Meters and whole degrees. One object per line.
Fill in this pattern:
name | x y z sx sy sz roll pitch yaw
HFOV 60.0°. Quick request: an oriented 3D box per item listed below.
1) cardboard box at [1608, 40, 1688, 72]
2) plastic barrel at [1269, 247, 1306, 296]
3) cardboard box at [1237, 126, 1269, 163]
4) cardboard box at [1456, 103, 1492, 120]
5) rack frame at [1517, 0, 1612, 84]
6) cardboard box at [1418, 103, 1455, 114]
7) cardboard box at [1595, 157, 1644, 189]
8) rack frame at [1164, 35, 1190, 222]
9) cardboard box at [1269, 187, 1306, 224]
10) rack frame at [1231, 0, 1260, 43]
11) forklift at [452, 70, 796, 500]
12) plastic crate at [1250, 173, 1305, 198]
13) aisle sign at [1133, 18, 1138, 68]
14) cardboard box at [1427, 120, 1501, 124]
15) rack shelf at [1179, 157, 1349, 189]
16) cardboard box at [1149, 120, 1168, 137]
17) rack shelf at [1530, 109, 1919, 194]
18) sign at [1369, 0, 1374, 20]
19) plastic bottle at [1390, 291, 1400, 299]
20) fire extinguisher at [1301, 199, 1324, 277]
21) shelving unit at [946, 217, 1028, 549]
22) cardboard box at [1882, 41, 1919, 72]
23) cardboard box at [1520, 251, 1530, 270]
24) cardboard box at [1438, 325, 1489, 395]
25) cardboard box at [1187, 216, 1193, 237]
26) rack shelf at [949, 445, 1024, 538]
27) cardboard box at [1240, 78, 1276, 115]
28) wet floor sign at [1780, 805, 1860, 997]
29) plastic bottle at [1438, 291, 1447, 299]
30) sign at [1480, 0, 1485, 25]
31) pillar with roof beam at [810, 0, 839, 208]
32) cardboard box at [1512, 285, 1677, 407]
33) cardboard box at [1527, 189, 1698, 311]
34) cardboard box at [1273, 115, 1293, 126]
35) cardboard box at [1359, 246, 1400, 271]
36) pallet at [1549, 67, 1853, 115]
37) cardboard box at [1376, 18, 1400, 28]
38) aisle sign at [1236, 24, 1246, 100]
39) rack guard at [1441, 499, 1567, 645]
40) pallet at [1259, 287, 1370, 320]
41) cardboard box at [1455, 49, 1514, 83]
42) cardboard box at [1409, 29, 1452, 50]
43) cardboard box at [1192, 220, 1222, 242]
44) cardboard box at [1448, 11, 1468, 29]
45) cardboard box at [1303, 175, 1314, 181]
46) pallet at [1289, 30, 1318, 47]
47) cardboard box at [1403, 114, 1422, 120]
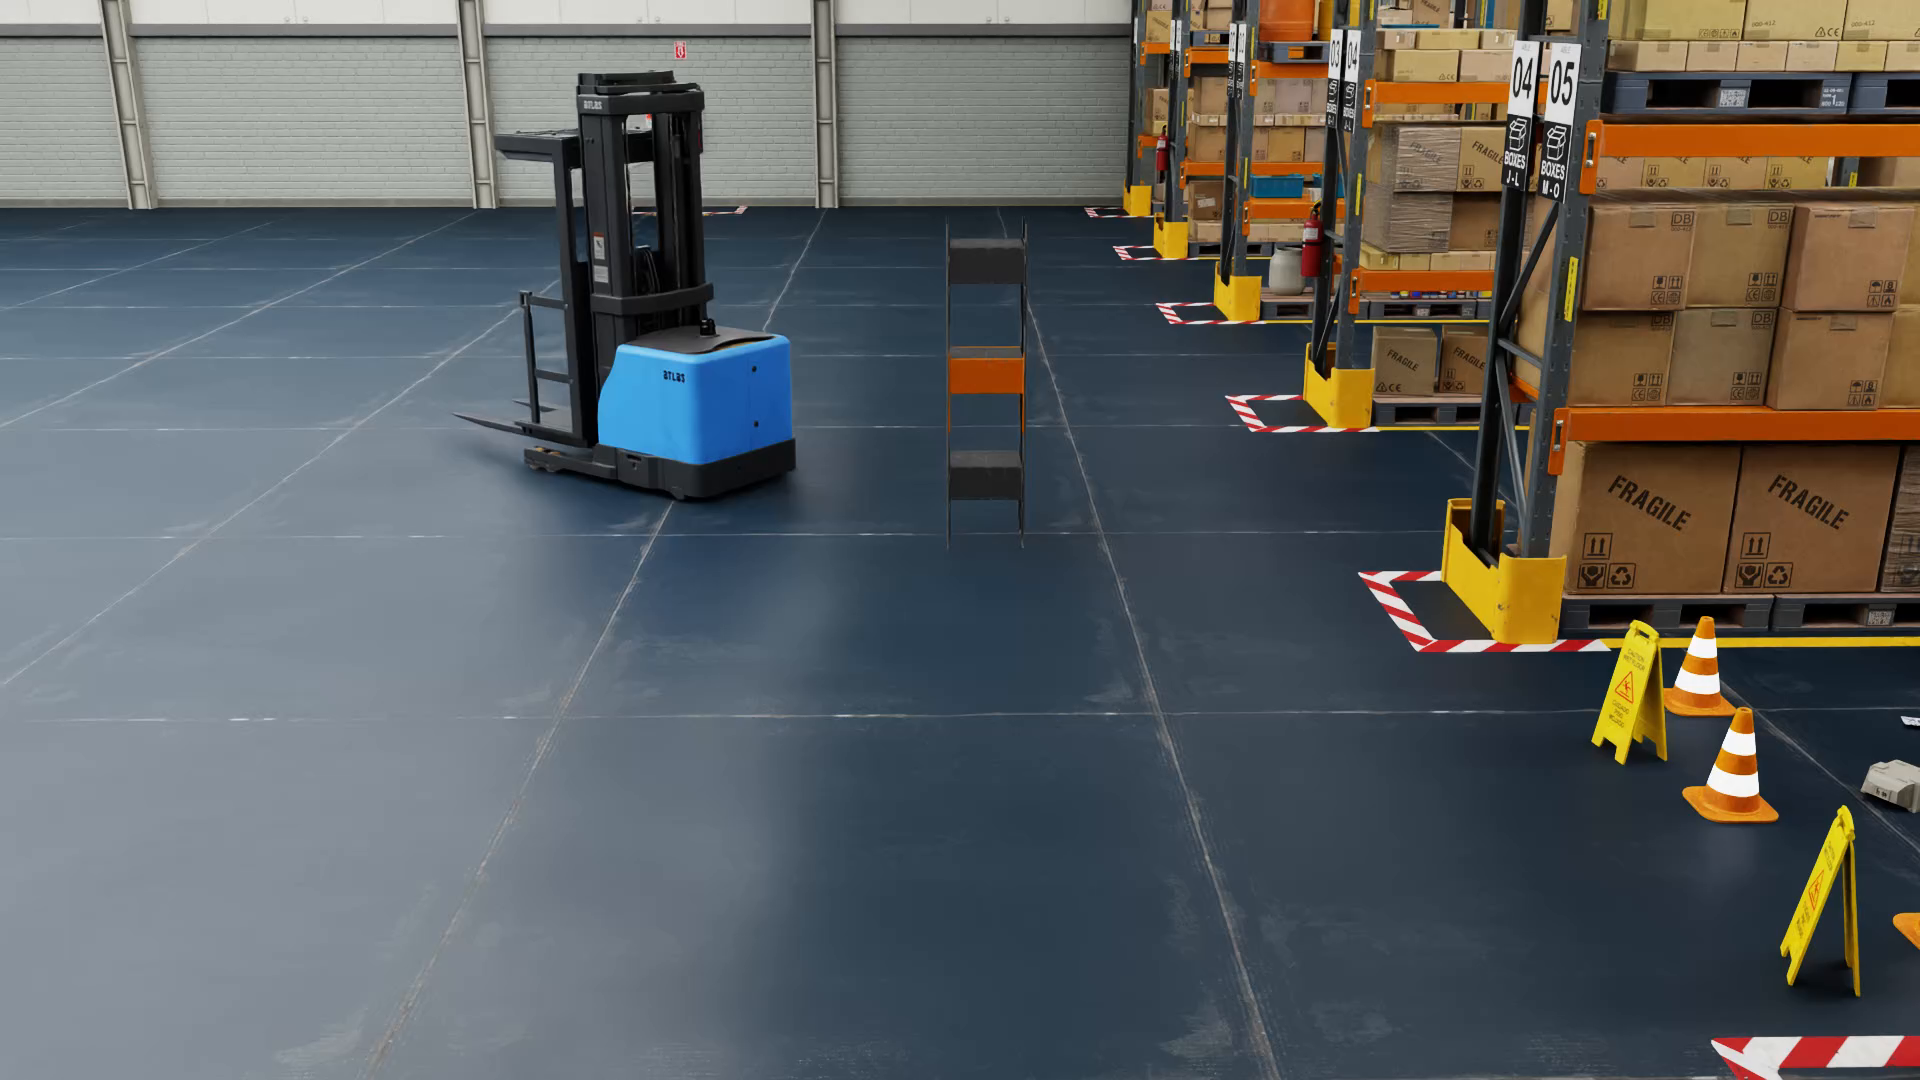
cardboard box | 3.529 -2.487 8.541 0.250 0.149 0.380 0 18 0
plastic barrel | 3.782 -3.097 19.178 0.421 0.512 0.421 0 18 0
cardboard box | 4.043 -5.618 23.487 0.500 0.500 0.700 0 18 1
cardboard box | 8.695 -7.363 28.206 0.500 0.500 0.700 2 18 7
rack frame | 3.181 -3.884 8.424 0.127 3.000 1.000 0 18 -1
cardboard box | 6.607 -6.249 23.329 0.500 0.500 0.700 0 18 -1
cardboard box | 5.258 -3.135 13.622 0.500 0.500 0.500 0 18 -1
rack frame | 3.051 -5.568 23.495 0.127 3.000 1.000 0 18 -1
cardboard box | 4.590 -4.760 23.562 0.500 0.500 0.500 0 18 -1
rack frame | 3.125 -6.912 17.863 0.127 3.000 1.000 0 18 -1
forklift | -2.718 -2.018 12.541 3.031 2.935 1.130 13 22 35
plastic crate | 3.621 -4.079 19.095 0.616 0.251 0.499 0 18 -1
aisle sign | 2.902 -8.227 27.528 0.004 0.787 0.394 0 18 -1
cardboard box | 4.249 -3.290 14.107 0.500 0.500 0.500 0 18 -1
rack shelf | 5.051 -5.236 23.635 4.000 0.370 1.077 0 18 -1
cardboard box | 3.462 -6.925 27.937 0.500 0.250 0.500 -1 18 -2
rack shelf | 5.181 -2.123 9.022 4.000 0.370 1.077 0 18 -1
sign | 3.212 -4.222 12.955 0.005 0.325 0.100 0 18 -1
plastic bottle | 4.943 -2.879 18.859 0.097 0.271 0.097 0 18 0
fire extinguisher | 3.082 -2.646 14.513 0.183 0.674 0.296 0 18 -1
shelving unit | 0.166 -1.001 10.729 0.503 2.100 0.431 0 18 -1
cardboard box | 4.791 -2.494 8.560 0.250 0.149 0.380 0 18 -1
cardboard box | 4.742 -2.360 13.905 0.250 0.149 0.380 0 18 -1
cardboard box | 4.425 -1.564 14.416 0.500 0.500 0.500 4 18 14
cardboard box | 3.582 -4.552 24.141 0.500 0.250 0.500 0 18 -1
rack shelf | 0.166 -0.321 10.947 0.480 0.518 0.431 0 18 -1
cardboard box | 4.097 -6.237 23.291 0.500 0.500 0.700 -1 18 -2
wet floor sign | 3.153 1.279 6.004 0.232 0.644 0.267 6 19 18
plastic bottle | 5.485 -2.849 18.878 0.097 0.201 0.097 0 18 0
sign | 7.061 -7.130 22.478 0.005 0.325 0.100 0 18 -1
pillar with roof beam | -2.276 -8.862 23.941 0.400 9.000 9.100 0 18 -1
cardboard box | 3.551 -1.115 9.366 0.550 0.550 0.875 0 18 -1
cardboard box | 3.552 -1.603 9.121 0.550 0.550 0.875 0 18 -1
cardboard box | 4.479 -5.866 23.199 0.250 0.149 0.380 -1 18 -3
cardboard box | 3.492 -2.352 13.879 0.250 0.149 0.380 0 18 -1
pallet | 3.922 -2.420 8.916 1.213 0.211 1.003 0 18 -1
cardboard box | 5.849 -7.074 22.772 0.250 0.149 0.380 0 18 -1
aisle sign | 3.058 -5.204 18.102 0.004 0.787 0.394 0 18 -1
rack guard | 3.157 0.163 9.721 0.348 0.500 1.175 0 18 -1
pallet | 4.013 -2.745 19.258 1.213 0.211 1.003 0 18 -1
cardboard box | 4.205 -3.827 13.403 0.500 0.250 0.500 -1 18 -2
cardboard box | 3.743 -3.992 13.263 0.250 0.149 0.380 0 18 0
cardboard box | 3.591 -4.394 23.648 0.500 0.250 0.500 0 18 -1
cardboard box | 8.132 -8.668 27.704 0.500 0.311 0.500 0 18 1
cardboard box | 5.931 -6.103 28.533 0.500 0.500 0.500 -2 18 -5
pallet | 4.981 -6.957 23.058 1.213 0.211 1.003 0 18 -1
cardboard box | 6.273 -5.875 23.225 0.250 0.149 0.380 -1 18 -2
